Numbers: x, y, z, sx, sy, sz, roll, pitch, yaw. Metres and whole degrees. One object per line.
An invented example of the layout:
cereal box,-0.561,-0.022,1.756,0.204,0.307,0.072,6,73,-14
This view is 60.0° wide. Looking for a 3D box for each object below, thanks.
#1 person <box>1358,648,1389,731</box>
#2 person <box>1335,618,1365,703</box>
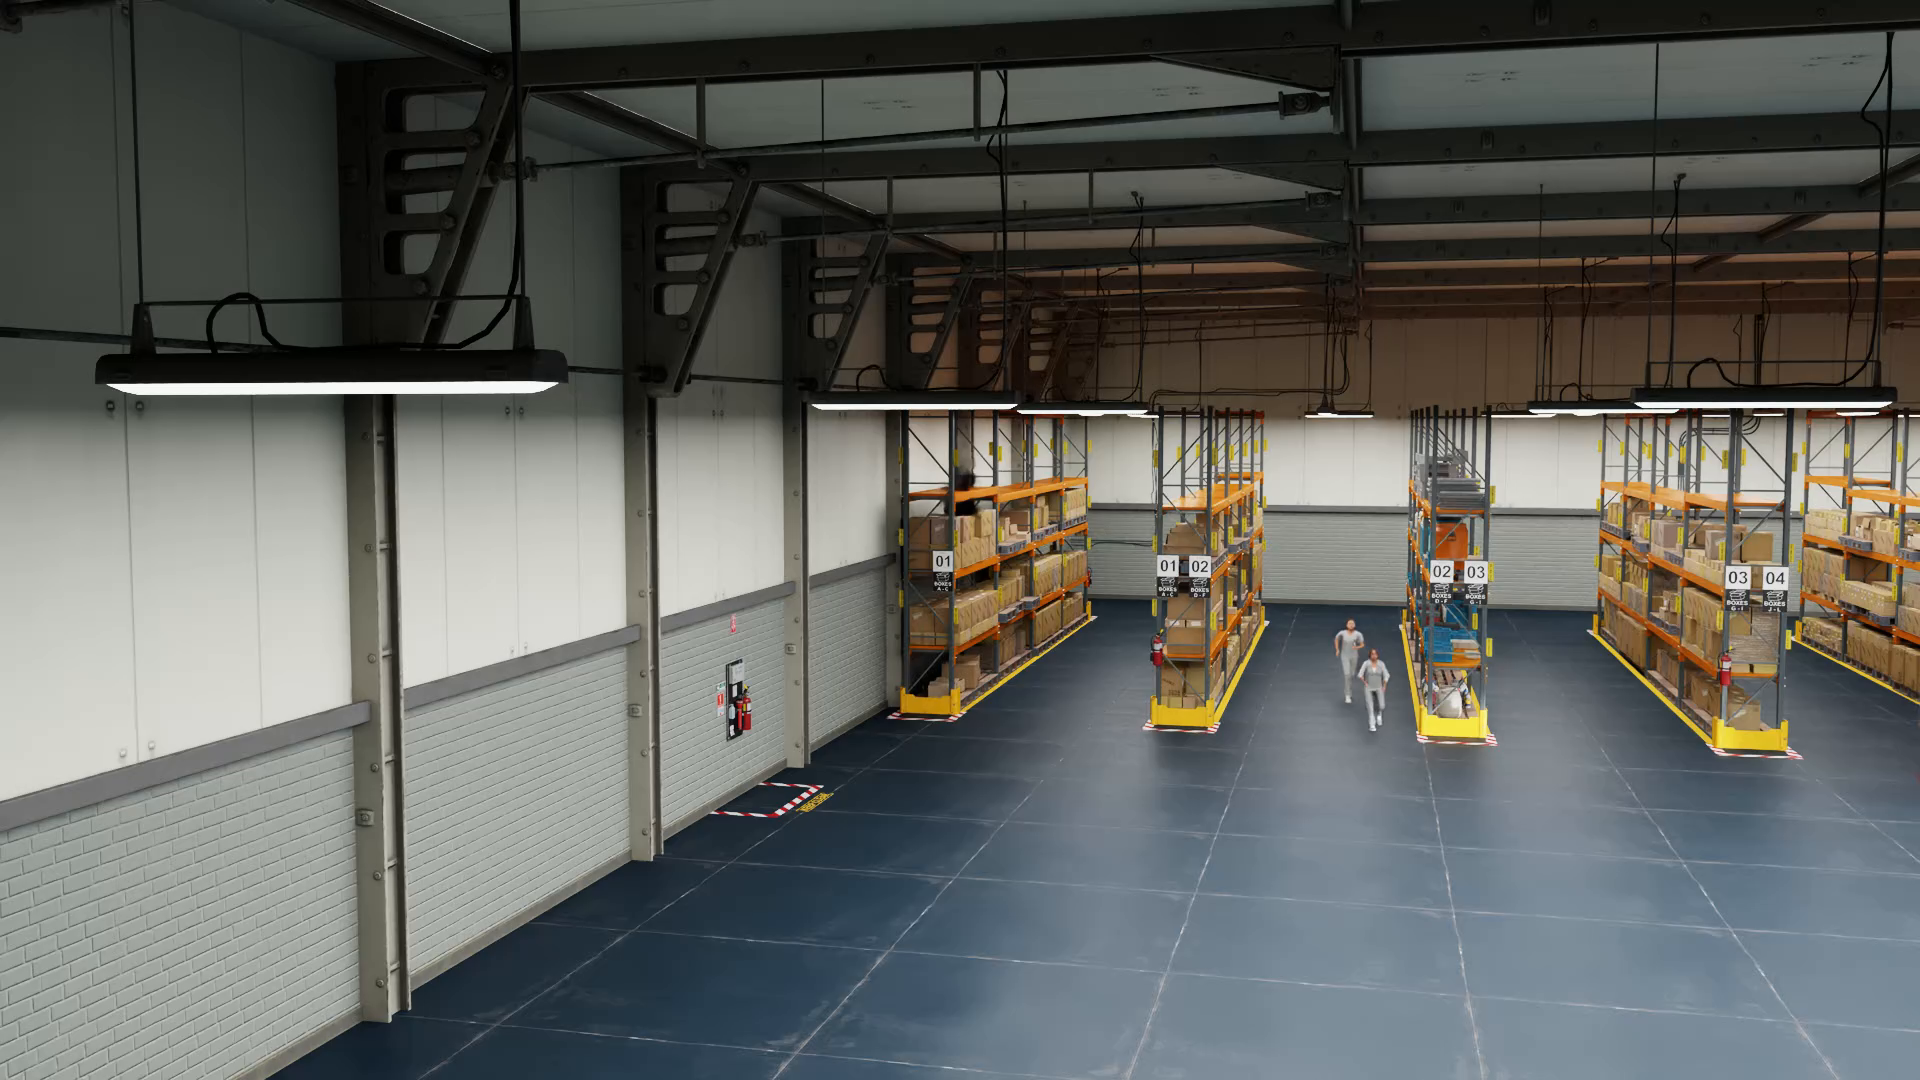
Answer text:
person,7.607,2.760,30.592,0.565,1.541,0.526,1,4,10
person,7.966,2.427,33.978,0.568,1.680,0.882,0,4,3
